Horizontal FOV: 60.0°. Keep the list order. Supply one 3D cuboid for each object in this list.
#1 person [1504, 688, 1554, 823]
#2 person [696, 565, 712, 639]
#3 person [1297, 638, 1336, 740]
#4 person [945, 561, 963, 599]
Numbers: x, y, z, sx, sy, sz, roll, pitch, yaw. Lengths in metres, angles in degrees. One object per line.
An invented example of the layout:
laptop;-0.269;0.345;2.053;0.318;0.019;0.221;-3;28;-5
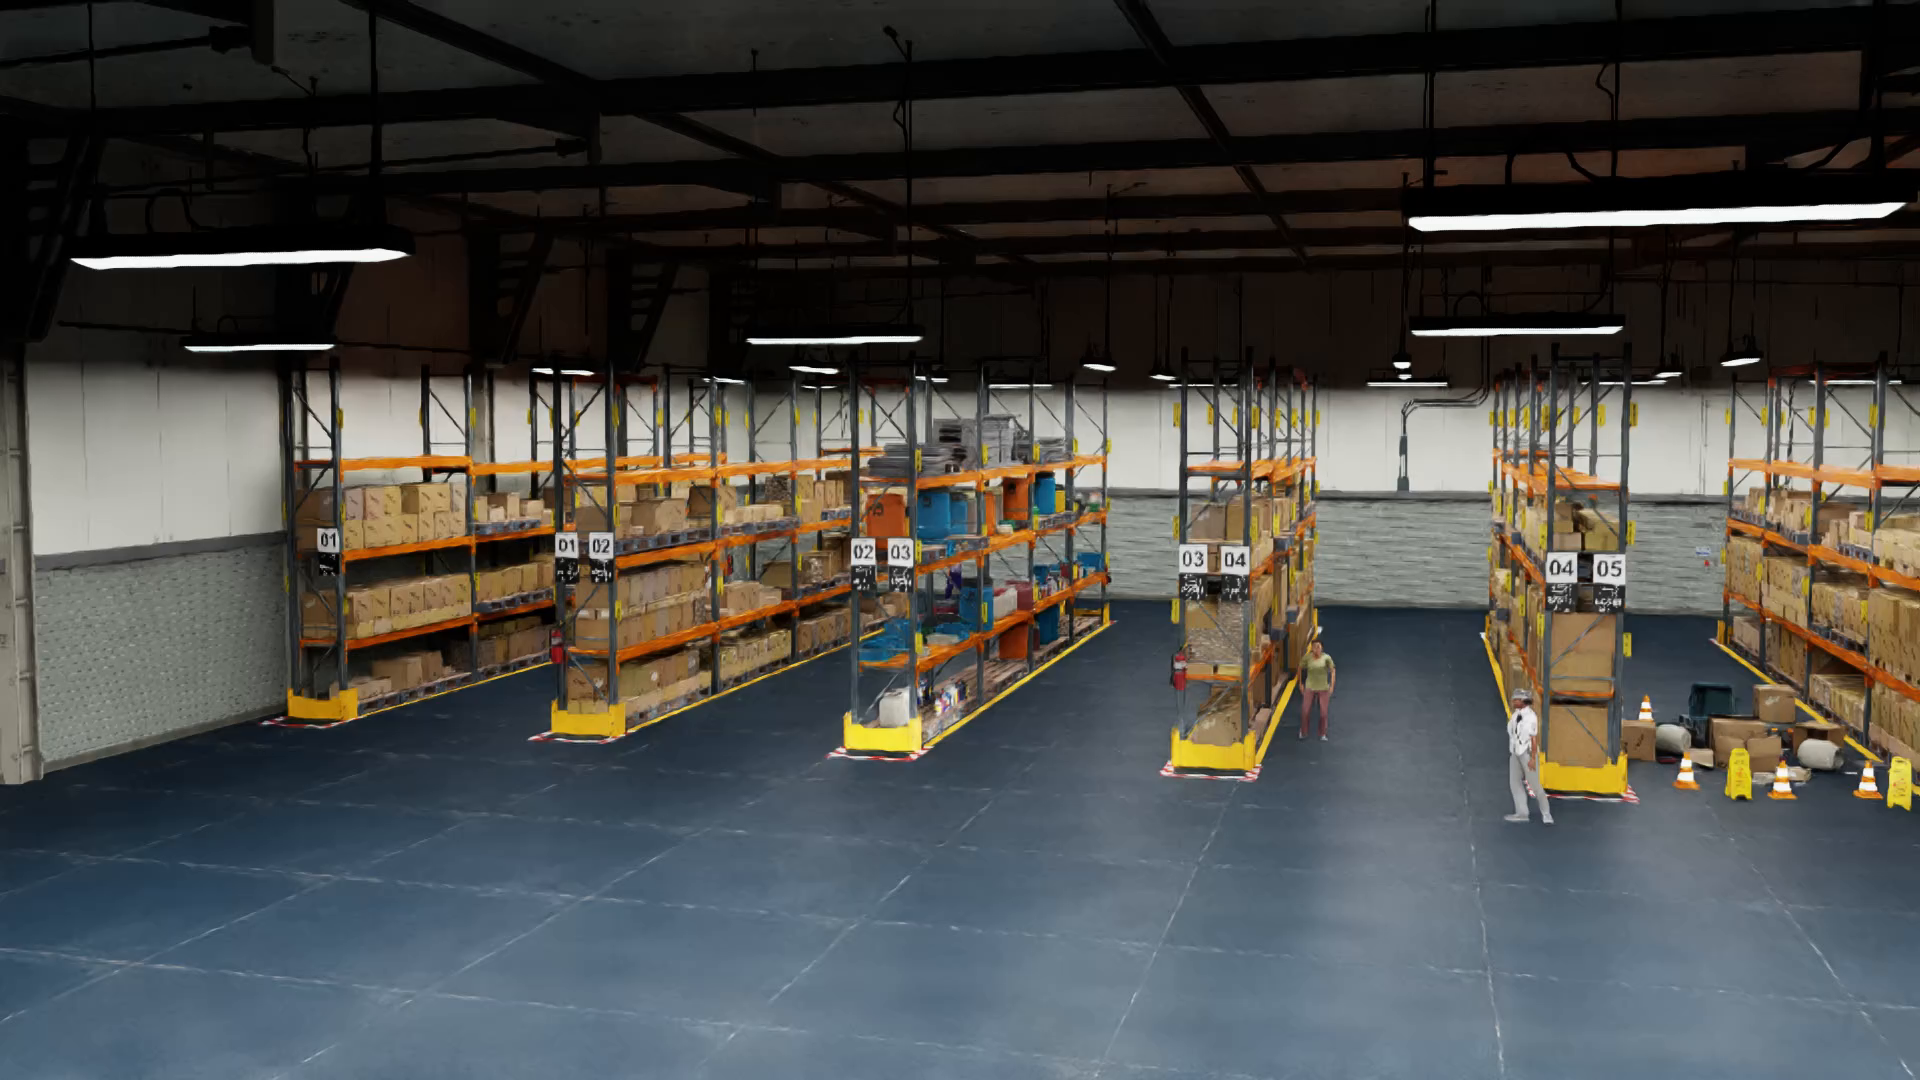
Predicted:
person;7.074;2.666;20.627;0.526;1.664;0.568;-1;4;-11
person;-5.695;1.412;37.371;0.719;1.714;0.578;1;4;14
person;5.526;2.307;25.810;0.598;1.619;0.506;1;4;13
person;-0.103;0.975;43.692;0.720;1.624;0.561;-3;5;-38
